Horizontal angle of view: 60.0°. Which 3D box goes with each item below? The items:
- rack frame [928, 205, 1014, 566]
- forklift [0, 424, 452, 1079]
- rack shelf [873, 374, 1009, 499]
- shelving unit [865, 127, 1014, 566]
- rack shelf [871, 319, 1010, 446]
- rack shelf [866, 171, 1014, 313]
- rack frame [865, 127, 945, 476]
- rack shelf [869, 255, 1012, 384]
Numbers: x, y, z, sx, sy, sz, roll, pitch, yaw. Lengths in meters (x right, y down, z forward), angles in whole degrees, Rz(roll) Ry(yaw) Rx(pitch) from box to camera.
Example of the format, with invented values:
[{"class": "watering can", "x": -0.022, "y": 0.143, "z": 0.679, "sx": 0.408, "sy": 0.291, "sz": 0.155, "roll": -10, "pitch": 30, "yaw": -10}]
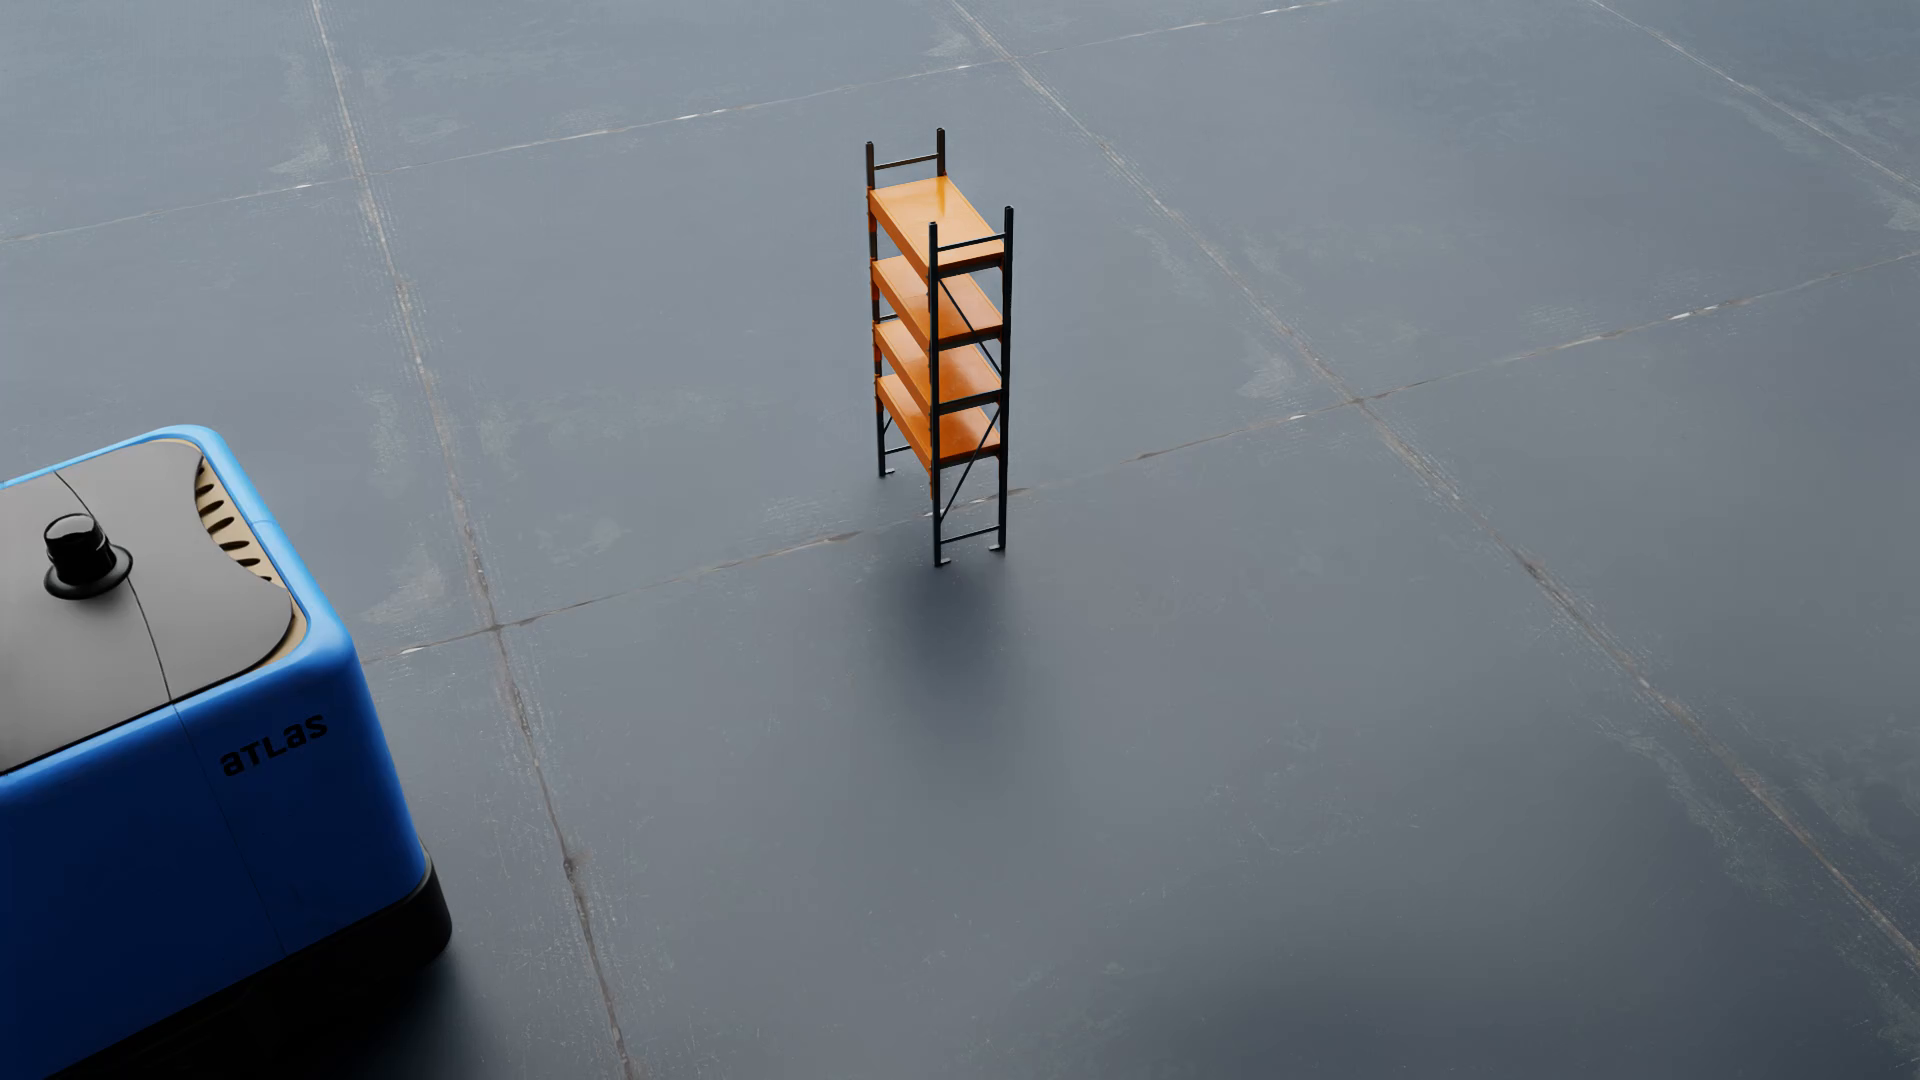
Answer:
[{"class": "rack frame", "x": 0.030, "y": -0.408, "z": 4.804, "sx": 0.240, "sy": 1.200, "sz": 0.015, "roll": -15, "pitch": 43, "yaw": -17}, {"class": "forklift", "x": -2.722, "y": 0.223, "z": 2.743, "sx": 3.031, "sy": 2.935, "sz": 1.130, "roll": -25, "pitch": 47, "yaw": -27}, {"class": "rack shelf", "x": -0.063, "y": -0.353, "z": 5.148, "sx": 0.258, "sy": 0.148, "sz": 0.480, "roll": -15, "pitch": 43, "yaw": -17}, {"class": "shelving unit", "x": -0.063, "y": -0.555, "z": 4.975, "sx": 0.258, "sy": 1.200, "sz": 0.503, "roll": -15, "pitch": 43, "yaw": -17}, {"class": "rack shelf", "x": -0.063, "y": -0.504, "z": 5.019, "sx": 0.258, "sy": 0.148, "sz": 0.480, "roll": -15, "pitch": 43, "yaw": -17}, {"class": "rack shelf", "x": -0.063, "y": -0.853, "z": 4.719, "sx": 0.258, "sy": 0.148, "sz": 0.480, "roll": -15, "pitch": 43, "yaw": -17}, {"class": "rack frame", "x": -0.157, "y": -0.702, "z": 5.146, "sx": 0.240, "sy": 1.200, "sz": 0.015, "roll": -15, "pitch": 43, "yaw": -17}, {"class": "rack shelf", "x": -0.063, "y": -0.673, "z": 4.873, "sx": 0.258, "sy": 0.148, "sz": 0.480, "roll": -15, "pitch": 43, "yaw": -17}]
